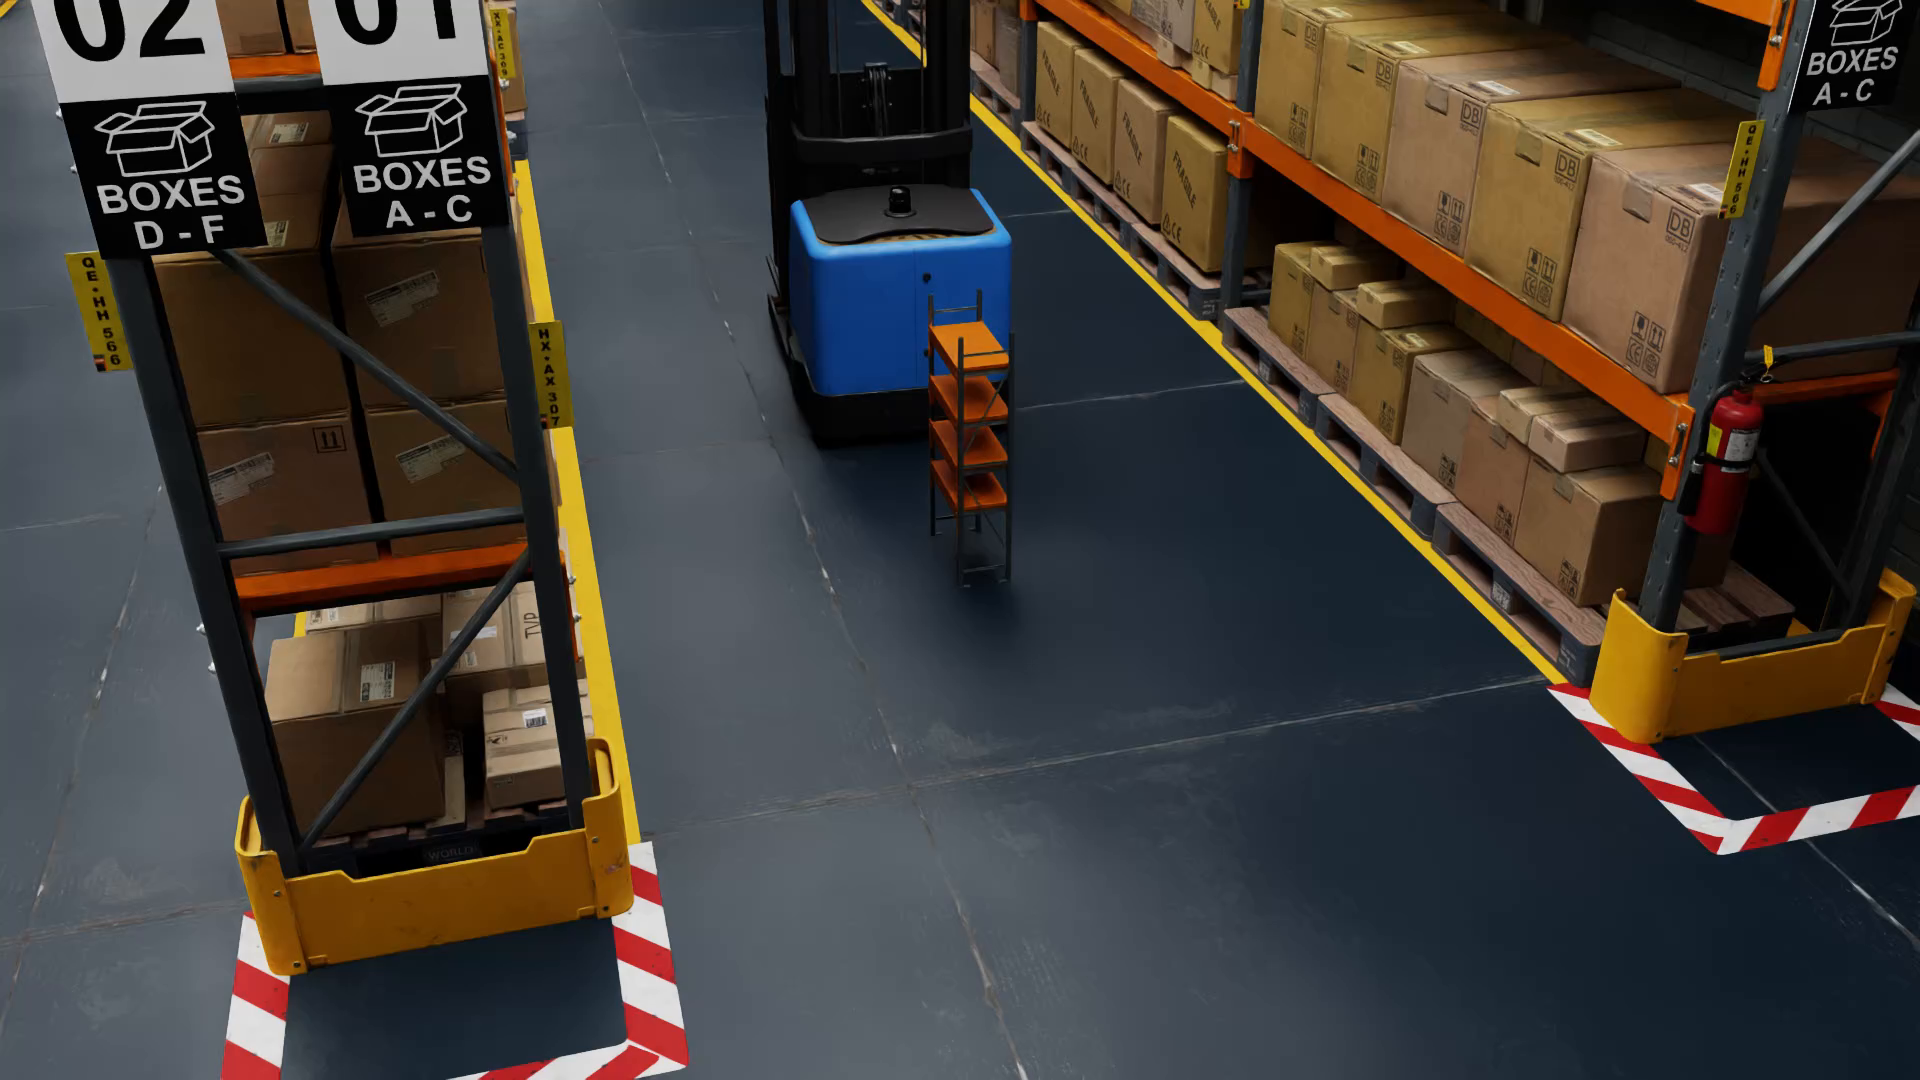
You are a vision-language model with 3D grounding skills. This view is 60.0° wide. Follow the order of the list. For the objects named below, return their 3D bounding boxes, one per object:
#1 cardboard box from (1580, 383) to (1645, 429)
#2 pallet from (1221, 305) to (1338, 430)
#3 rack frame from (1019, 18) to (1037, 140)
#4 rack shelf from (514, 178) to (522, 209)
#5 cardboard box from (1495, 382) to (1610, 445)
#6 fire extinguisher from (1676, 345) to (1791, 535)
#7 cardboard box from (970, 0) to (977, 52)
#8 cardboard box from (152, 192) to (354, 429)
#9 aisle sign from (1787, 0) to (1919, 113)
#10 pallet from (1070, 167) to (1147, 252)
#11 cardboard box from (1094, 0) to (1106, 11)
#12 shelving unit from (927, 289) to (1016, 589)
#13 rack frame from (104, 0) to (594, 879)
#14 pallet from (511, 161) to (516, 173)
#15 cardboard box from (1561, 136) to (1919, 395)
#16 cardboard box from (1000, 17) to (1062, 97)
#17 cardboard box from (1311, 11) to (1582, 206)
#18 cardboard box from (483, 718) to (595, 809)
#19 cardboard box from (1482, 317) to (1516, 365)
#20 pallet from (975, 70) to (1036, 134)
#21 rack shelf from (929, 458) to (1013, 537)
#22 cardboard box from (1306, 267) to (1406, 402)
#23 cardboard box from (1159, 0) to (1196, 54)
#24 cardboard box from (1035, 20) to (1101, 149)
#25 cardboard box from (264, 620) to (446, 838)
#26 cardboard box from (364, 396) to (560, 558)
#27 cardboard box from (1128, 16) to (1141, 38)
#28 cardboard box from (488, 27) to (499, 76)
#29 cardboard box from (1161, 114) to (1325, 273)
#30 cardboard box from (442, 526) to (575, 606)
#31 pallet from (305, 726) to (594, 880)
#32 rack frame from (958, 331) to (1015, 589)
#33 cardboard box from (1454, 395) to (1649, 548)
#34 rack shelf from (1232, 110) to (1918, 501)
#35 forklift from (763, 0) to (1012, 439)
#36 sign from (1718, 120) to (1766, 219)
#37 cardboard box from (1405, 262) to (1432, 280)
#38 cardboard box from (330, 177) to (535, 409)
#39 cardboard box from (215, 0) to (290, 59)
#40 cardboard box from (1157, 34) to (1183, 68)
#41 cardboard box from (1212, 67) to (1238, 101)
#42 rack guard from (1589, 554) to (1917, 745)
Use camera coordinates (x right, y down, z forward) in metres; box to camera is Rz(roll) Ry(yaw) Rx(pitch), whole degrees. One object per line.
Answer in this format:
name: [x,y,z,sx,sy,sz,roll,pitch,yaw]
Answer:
cardboard box: [2.905,-0.593,7.208,0.380,0.149,0.250,-8,31,-13]
pallet: [2.161,-1.024,9.308,1.003,0.211,1.213,-8,31,-13]
rack frame: [0.973,-4.540,12.600,1.000,3.000,0.127,-8,31,-13]
rack shelf: [-3.271,-2.603,9.970,1.077,0.370,4.000,-8,31,-13]
cardboard box: [2.536,-0.543,7.123,0.380,0.149,0.250,-7,31,-12]
fire extinguisher: [2.691,-0.347,5.805,0.296,0.674,0.183,-8,31,-13]
cardboard box: [0.405,-4.733,14.989,0.700,0.500,0.500,-8,31,-13]
cardboard box: [-2.062,-0.671,4.816,0.500,0.500,0.500,-8,31,-14]
aisle sign: [2.826,-1.727,5.144,0.394,0.787,0.004,-8,31,-13]
pallet: [1.430,-2.355,11.607,1.003,0.211,1.213,-8,31,-13]
cardboard box: [1.147,-3.759,11.480,0.380,0.149,0.250,-7,31,-12]
shelving unit: [0.044,-0.439,7.311,0.258,1.200,0.503,-8,31,-13]
rack frame: [-1.679,-0.016,4.783,1.000,3.000,0.127,-8,31,-13]
pallet: [-3.983,-3.076,12.853,1.003,0.211,1.213,-8,31,-13]
cardboard box: [2.951,-1.051,6.273,0.980,0.700,0.700,-6,31,-11]
cardboard box: [0.731,-3.990,13.705,0.700,0.500,0.500,-7,31,-13]
cardboard box: [2.351,-2.121,8.120,0.980,0.700,0.700,-9,31,-15]
cardboard box: [-1.459,0.779,5.816,0.380,0.149,0.250,-8,31,-13]
cardboard box: [2.702,-0.960,7.843,0.380,0.149,0.250,-8,31,-13]
pallet: [0.767,-3.711,13.951,1.003,0.211,1.213,-8,31,-13]
rack shelf: [0.044,-0.209,7.444,0.258,0.148,0.480,-8,31,-13]
cardboard box: [2.264,-1.090,8.716,0.700,0.500,0.500,-8,31,-14]
cardboard box: [1.524,-3.224,9.908,0.500,0.500,0.500,-8,31,-13]
cardboard box: [1.042,-3.419,12.390,0.750,0.750,0.750,-8,31,-14]
cardboard box: [-2.061,0.645,5.697,0.500,0.500,0.500,-8,31,-13]
cardboard box: [-1.542,-0.309,5.189,0.500,0.500,0.500,-7,31,-12]
cardboard box: [1.317,-3.383,10.832,0.380,0.149,0.250,-7,31,-12]
cardboard box: [-2.084,-1.724,6.636,0.500,0.500,0.500,-8,31,-13]
cardboard box: [1.737,-2.156,10.208,0.750,0.750,0.750,-7,31,-13]
cardboard box: [-1.815,0.200,6.715,0.500,0.250,0.500,-8,31,-13]
pallet: [-1.911,0.769,6.211,1.003,0.211,1.213,-8,31,-13]
rack frame: [0.109,-0.321,7.108,0.240,1.200,0.015,-8,31,-13]
cardboard box: [2.681,-0.343,7.424,0.700,0.500,0.500,-8,31,-13]
rack shelf: [2.565,-1.331,7.774,1.077,0.370,4.000,-8,31,-13]
forklift: [-0.539,-2.511,9.163,1.130,2.935,3.031,-6,31,-11]
sign: [2.569,-1.215,5.462,0.100,0.325,0.005,-8,31,-13]
cardboard box: [2.499,-1.329,8.481,0.380,0.149,0.250,-9,31,-15]
cardboard box: [-1.542,-0.741,4.939,0.500,0.500,0.500,-7,31,-12]
cardboard box: [-2.069,-1.462,4.438,0.500,0.250,0.500,-8,31,-13]
cardboard box: [1.430,-3.004,10.176,0.380,0.149,0.250,-8,31,-13]
cardboard box: [1.672,-2.634,9.537,0.380,0.149,0.250,-8,31,-13]
rack guard: [3.103,0.417,6.531,1.175,0.500,0.348,-8,31,-13]
